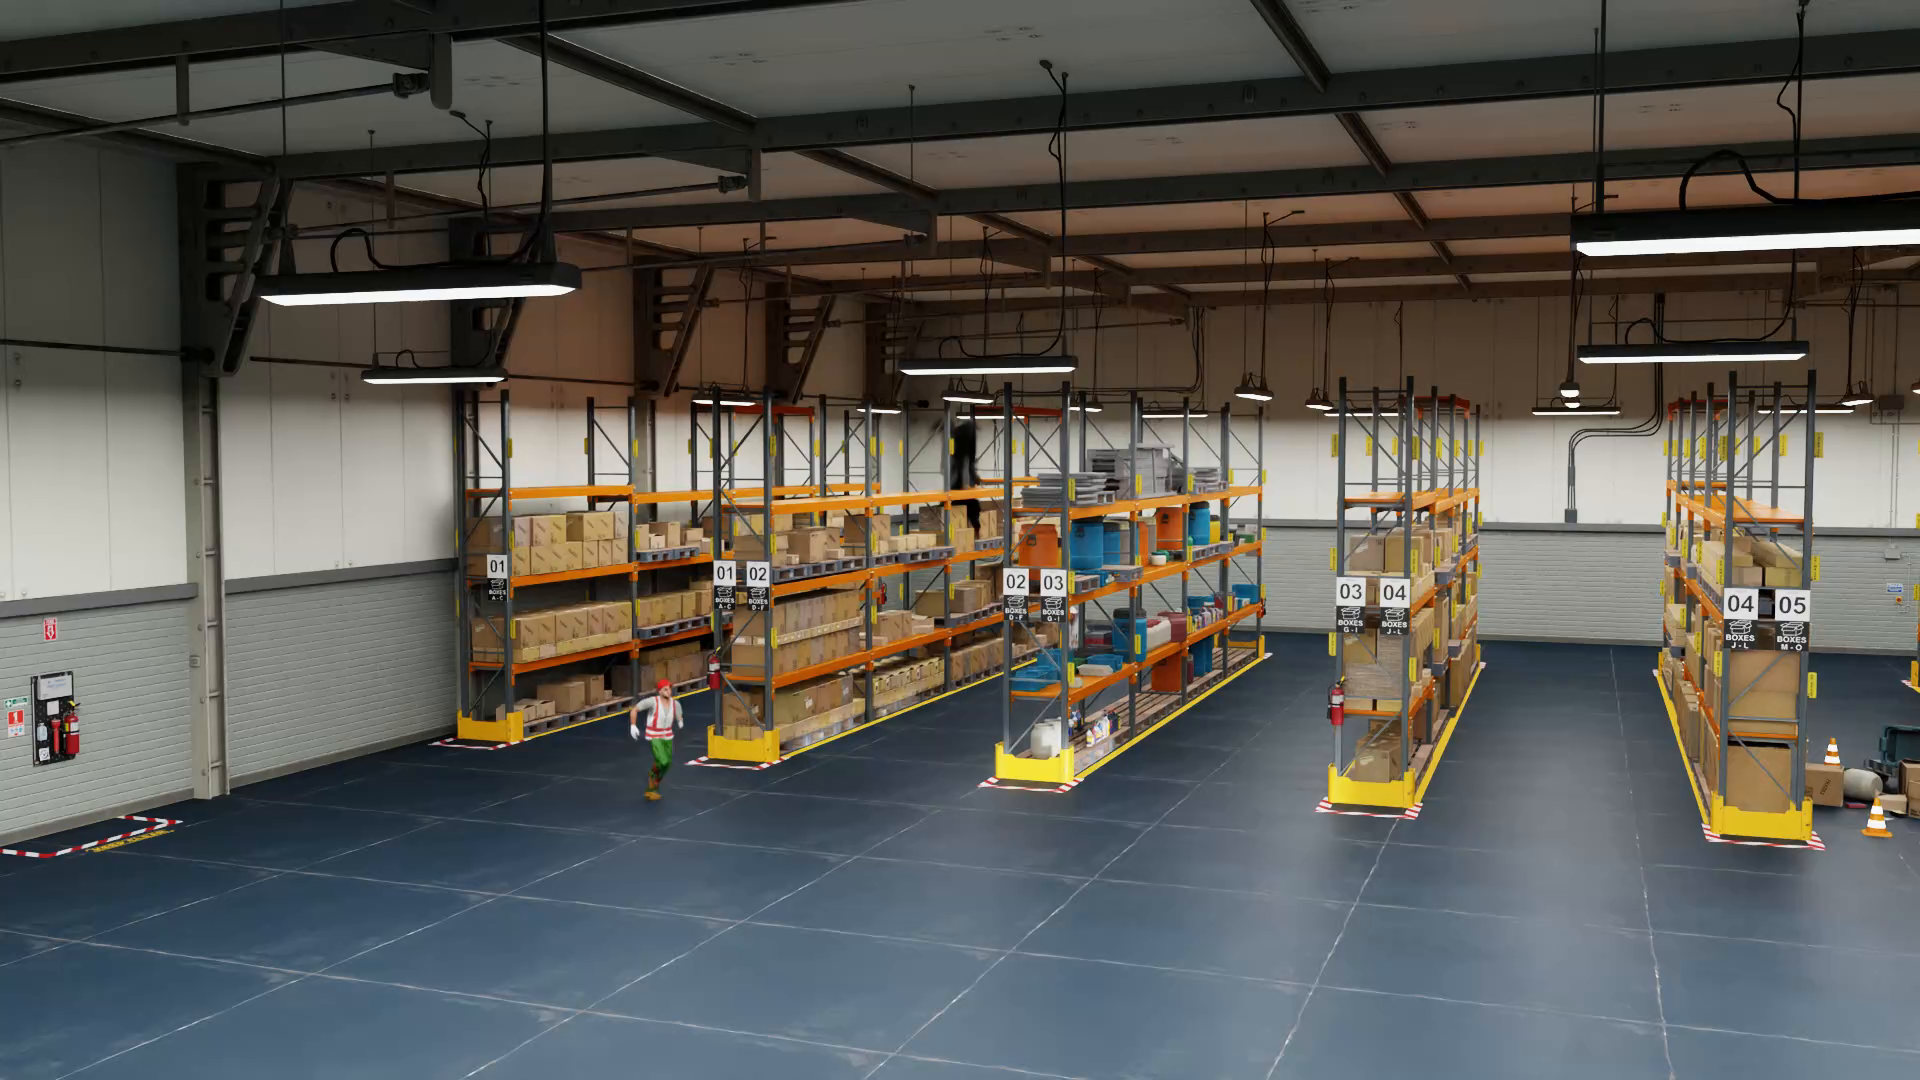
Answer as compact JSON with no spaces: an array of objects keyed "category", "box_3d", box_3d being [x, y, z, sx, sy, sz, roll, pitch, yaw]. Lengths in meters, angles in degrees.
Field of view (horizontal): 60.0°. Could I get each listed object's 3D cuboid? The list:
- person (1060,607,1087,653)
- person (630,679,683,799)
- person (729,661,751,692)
[{"category":"person","box_3d":[2.347,2.207,34.986,0.574,1.631,0.682,1,3,18]},{"category":"person","box_3d":[-4.226,2.831,23.534,0.709,1.727,0.697,-3,4,-40]},{"category":"person","box_3d":[-3.925,2.579,30.043,0.538,1.561,0.500,0,3,9]}]
